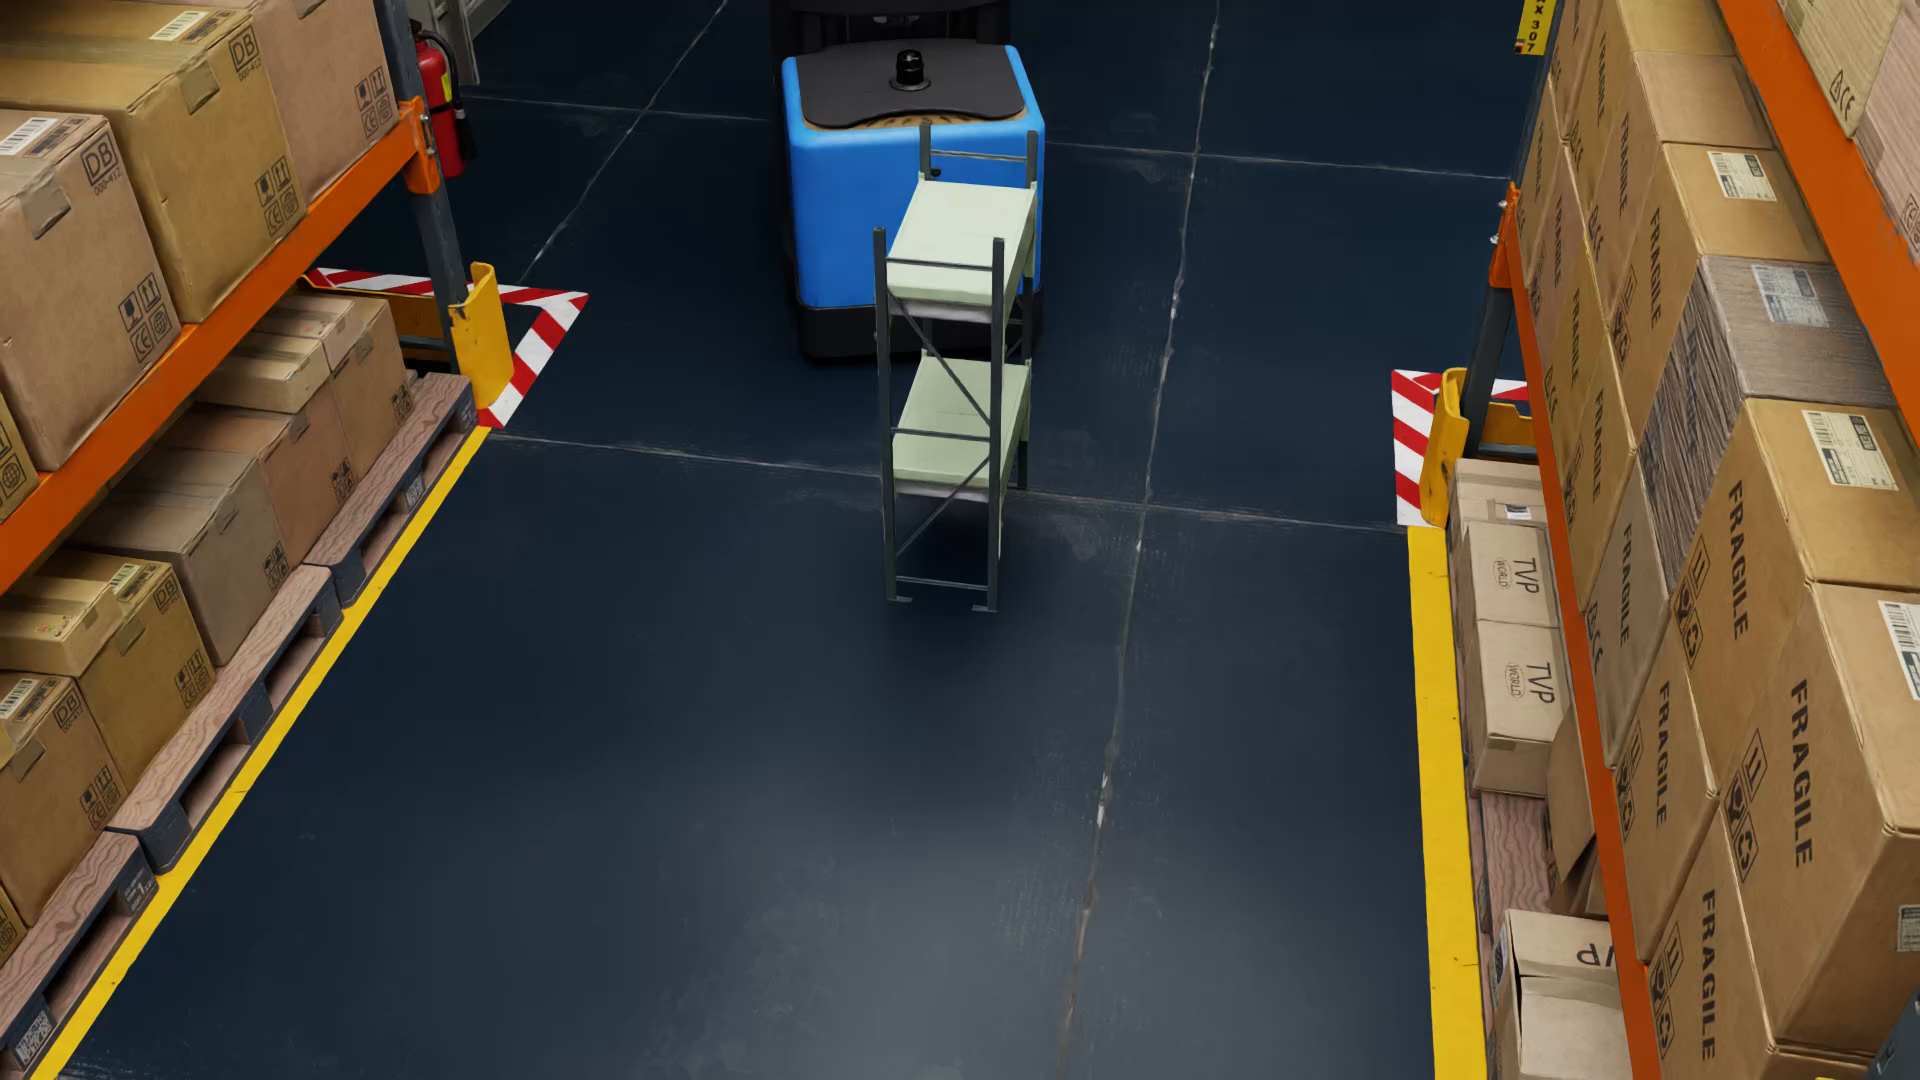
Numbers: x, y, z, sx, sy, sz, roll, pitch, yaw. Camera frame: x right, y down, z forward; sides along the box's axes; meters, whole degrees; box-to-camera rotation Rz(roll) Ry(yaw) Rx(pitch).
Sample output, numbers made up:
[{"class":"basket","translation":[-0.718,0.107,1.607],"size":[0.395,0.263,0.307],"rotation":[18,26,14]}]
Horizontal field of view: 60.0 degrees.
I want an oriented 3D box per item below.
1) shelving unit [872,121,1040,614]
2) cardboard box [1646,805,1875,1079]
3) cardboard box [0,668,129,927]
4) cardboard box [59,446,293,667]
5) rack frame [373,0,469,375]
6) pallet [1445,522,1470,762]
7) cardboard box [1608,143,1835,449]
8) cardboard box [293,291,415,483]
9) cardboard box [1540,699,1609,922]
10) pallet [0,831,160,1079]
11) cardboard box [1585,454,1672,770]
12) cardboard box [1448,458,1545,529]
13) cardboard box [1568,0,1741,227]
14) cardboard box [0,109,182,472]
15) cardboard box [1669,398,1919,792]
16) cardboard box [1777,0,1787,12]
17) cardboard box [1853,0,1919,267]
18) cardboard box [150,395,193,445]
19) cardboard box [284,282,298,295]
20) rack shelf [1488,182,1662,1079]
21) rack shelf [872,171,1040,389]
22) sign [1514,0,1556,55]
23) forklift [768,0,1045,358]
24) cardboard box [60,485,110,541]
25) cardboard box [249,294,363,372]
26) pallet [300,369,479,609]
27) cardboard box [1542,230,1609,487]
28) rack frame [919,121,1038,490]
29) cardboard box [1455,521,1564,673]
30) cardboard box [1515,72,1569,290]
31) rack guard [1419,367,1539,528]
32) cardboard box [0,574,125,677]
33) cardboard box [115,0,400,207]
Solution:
[{"class":"shelving unit","translation":[-0.001,-0.574,5.767],"size":[0.431,1.500,0.755],"rotation":[6,40,8]},{"class":"cardboard box","translation":[1.516,0.828,2.816],"size":[0.500,0.500,0.500],"rotation":[7,40,8]},{"class":"cardboard box","translation":[-2.877,0.693,4.689],"size":[0.700,0.500,0.500],"rotation":[6,40,7]},{"class":"cardboard box","translation":[-2.701,0.036,5.484],"size":[0.700,0.500,0.500],"rotation":[5,40,6]},{"class":"rack frame","translation":[-2.505,-1.846,6.128],"size":[1.000,3.000,0.127],"rotation":[6,40,8]},{"class":"pallet","translation":[2.224,0.321,5.696],"size":[1.003,0.211,1.213],"rotation":[6,40,8]},{"class":"cardboard box","translation":[1.776,-0.515,3.656],"size":[0.500,0.500,0.500],"rotation":[6,40,7]},{"class":"cardboard box","translation":[-2.528,-0.594,6.246],"size":[0.700,0.500,0.500],"rotation":[6,40,8]},{"class":"cardboard box","translation":[2.002,0.822,4.516],"size":[0.797,0.503,0.637],"rotation":[6,40,8]},{"class":"pallet","translation":[-2.989,1.271,4.547],"size":[1.003,0.211,1.213],"rotation":[6,40,8]},{"class":"cardboard box","translation":[1.690,0.182,3.598],"size":[0.500,0.500,0.500],"rotation":[7,40,9]},{"class":"cardboard box","translation":[1.963,-0.148,5.967],"size":[0.380,0.149,0.250],"rotation":[6,40,8]},{"class":"cardboard box","translation":[1.955,-1.147,4.420],"size":[0.500,0.500,0.500],"rotation":[7,40,8]},{"class":"cardboard box","translation":[-2.840,-0.705,4.513],"size":[0.980,0.700,0.700],"rotation":[5,40,6]},{"class":"cardboard box","translation":[1.600,0.117,2.891],"size":[0.500,0.500,0.500],"rotation":[6,40,7]},{"class":"cardboard box","translation":[1.770,-1.165,3.068],"size":[0.500,0.250,0.500],"rotation":[6,40,8]},{"class":"cardboard box","translation":[1.601,-0.537,2.309],"size":[0.500,0.250,0.500],"rotation":[6,40,8]},{"class":"cardboard box","translation":[-2.834,-0.469,5.586],"size":[0.380,0.149,0.250],"rotation":[7,40,8]},{"class":"cardboard box","translation":[-2.703,-0.944,6.161],"size":[0.380,0.149,0.250],"rotation":[7,40,8]},{"class":"rack shelf","translation":[2.028,0.231,4.181],"size":[1.077,0.370,4.000],"rotation":[6,40,8]},{"class":"rack shelf","translation":[-0.001,-0.875,5.518],"size":[0.431,0.370,0.720],"rotation":[6,40,8]},{"class":"sign","translation":[1.840,-1.695,5.267],"size":[0.100,0.325,0.005],"rotation":[6,40,8]},{"class":"forklift","translation":[-0.345,-2.841,7.386],"size":[1.130,2.935,3.031],"rotation":[-5,40,-6]},{"class":"cardboard box","translation":[-2.921,-0.148,5.198],"size":[0.380,0.149,0.250],"rotation":[7,40,8]},{"class":"cardboard box","translation":[-2.371,-0.743,5.918],"size":[0.380,0.149,0.250],"rotation":[6,40,7]},{"class":"pallet","translation":[-2.567,-0.260,6.399],"size":[1.003,0.211,1.213],"rotation":[6,40,8]},{"class":"cardboard box","translation":[1.864,-0.452,4.364],"size":[0.500,0.500,0.500],"rotation":[6,40,8]},{"class":"rack frame","translation":[0.062,-0.804,6.045],"size":[0.400,1.500,0.023],"rotation":[6,40,8]},{"class":"cardboard box","translation":[1.914,0.212,5.452],"size":[0.500,0.250,0.500],"rotation":[6,40,8]},{"class":"cardboard box","translation":[2.038,-1.091,5.137],"size":[0.500,0.500,0.500],"rotation":[7,40,9]},{"class":"rack guard","translation":[2.361,-0.291,6.209],"size":[1.175,0.500,0.348],"rotation":[6,40,8]},{"class":"cardboard box","translation":[-2.638,0.236,4.734],"size":[0.380,0.149,0.250],"rotation":[5,40,6]},{"class":"cardboard box","translation":[-2.584,-1.640,5.644],"size":[0.980,0.700,0.700],"rotation":[8,40,10]}]
